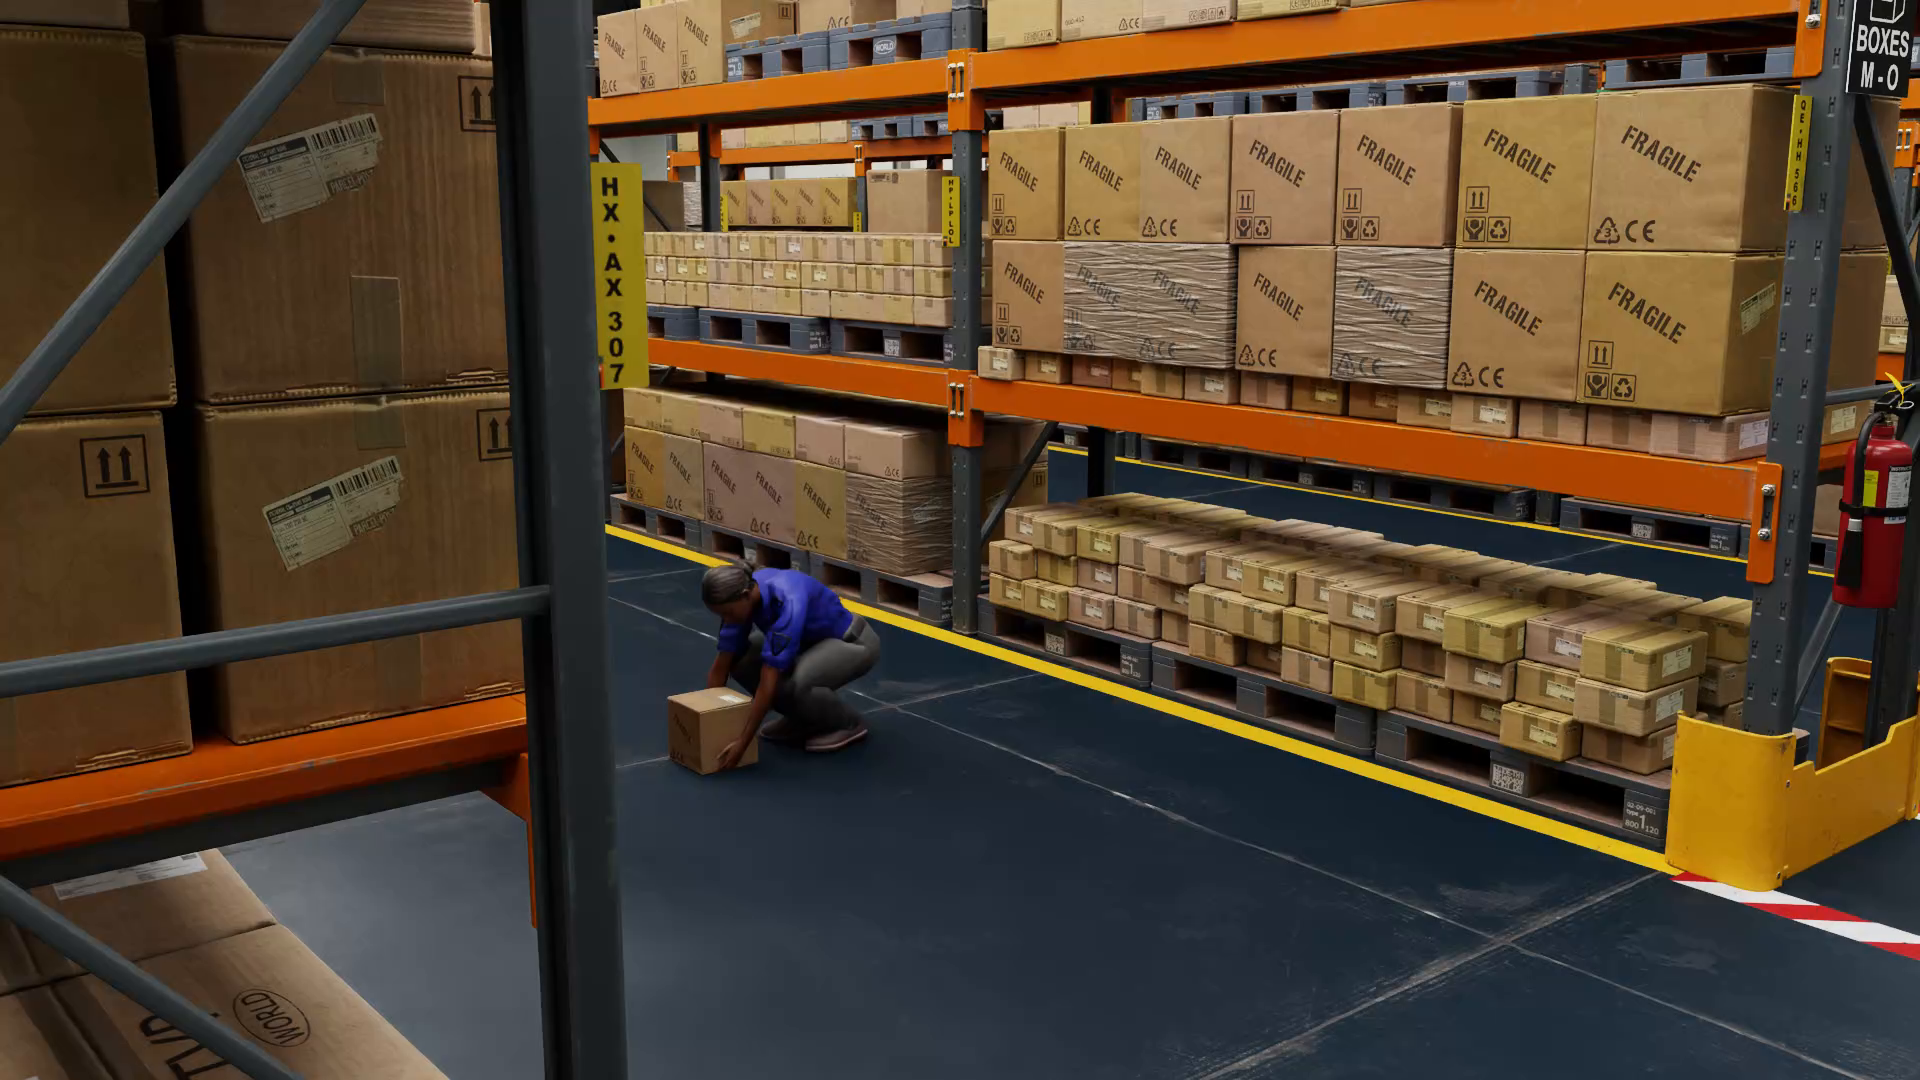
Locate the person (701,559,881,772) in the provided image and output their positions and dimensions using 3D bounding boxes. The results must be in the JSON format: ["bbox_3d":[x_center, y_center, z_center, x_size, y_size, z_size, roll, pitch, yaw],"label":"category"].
[{"bbox_3d":[-0.679,0.443,6.522,0.807,0.813,0.471,-9,14,-38],"label":"person"}]
